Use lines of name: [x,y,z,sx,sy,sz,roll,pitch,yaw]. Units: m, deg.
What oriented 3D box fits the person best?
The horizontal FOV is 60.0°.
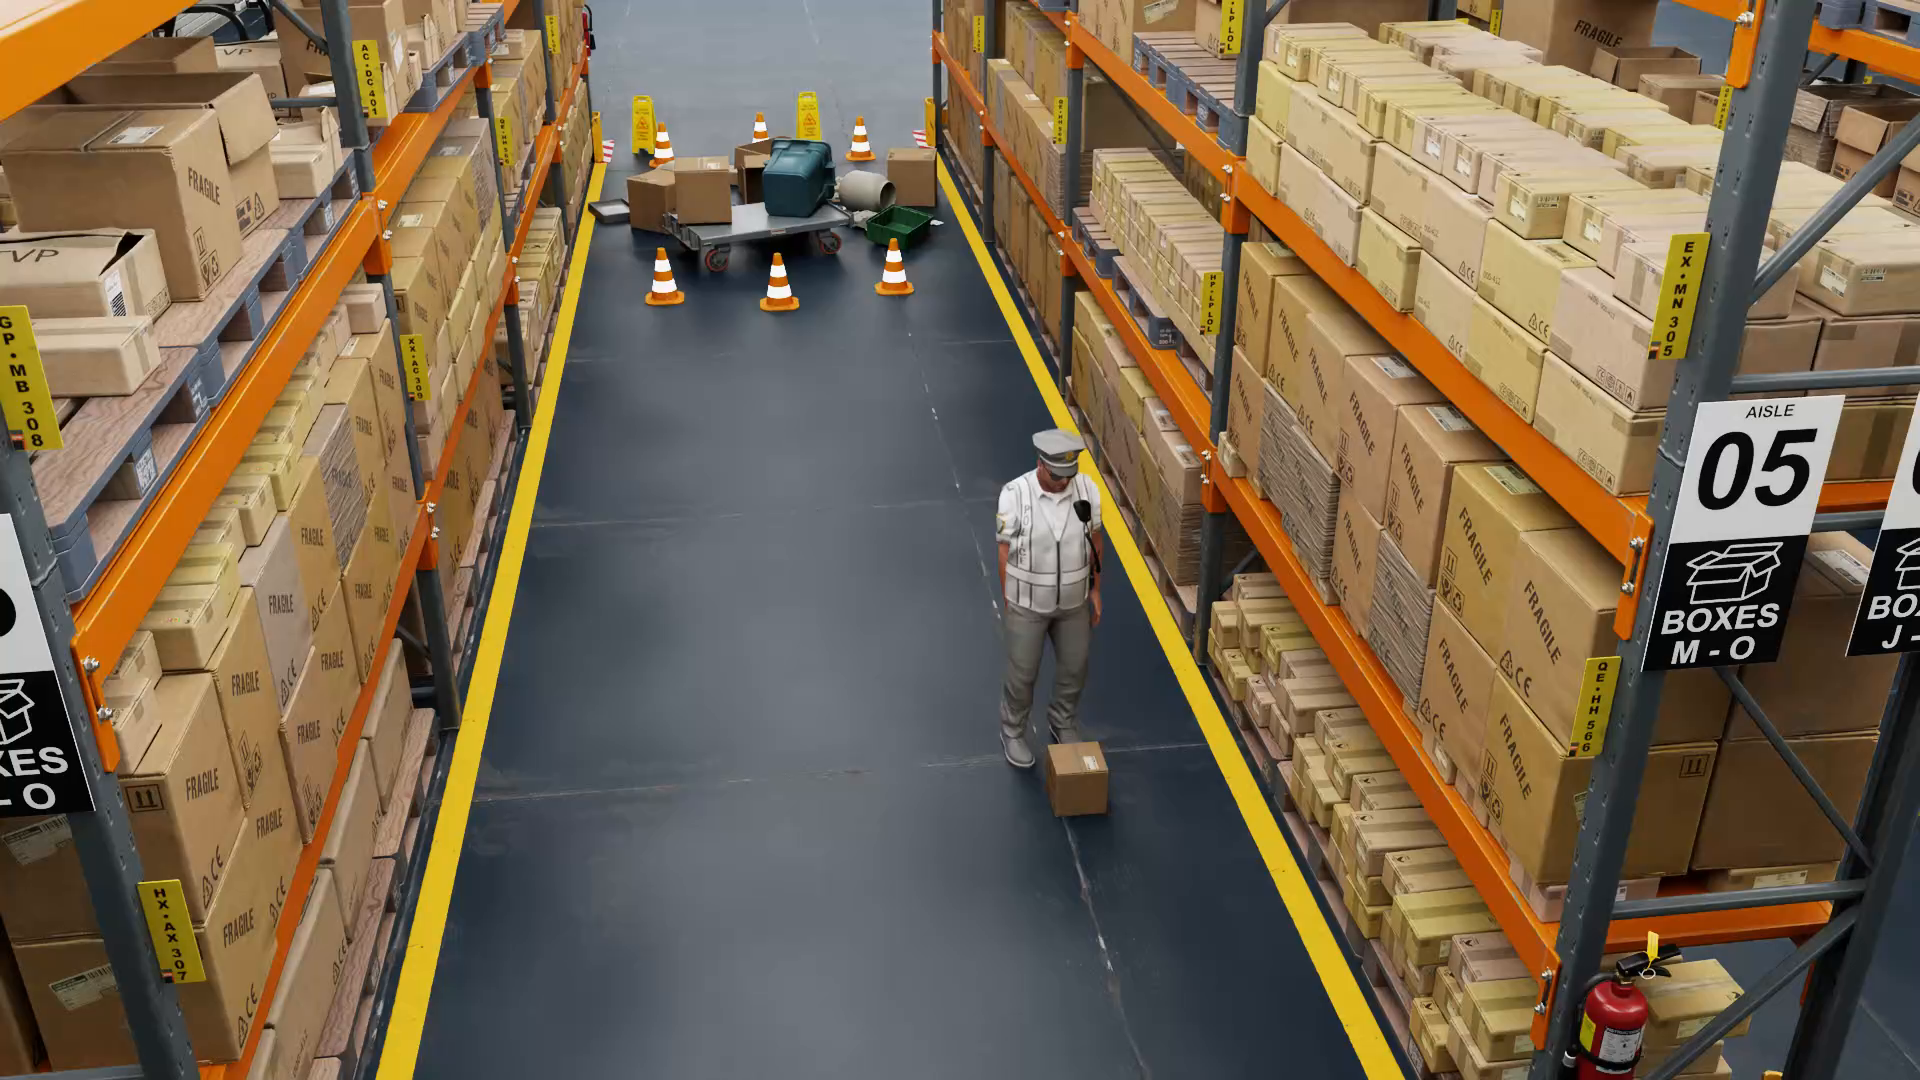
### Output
person: [0.443,0.276,8.091,0.532,1.737,0.390,-7,28,-14]
